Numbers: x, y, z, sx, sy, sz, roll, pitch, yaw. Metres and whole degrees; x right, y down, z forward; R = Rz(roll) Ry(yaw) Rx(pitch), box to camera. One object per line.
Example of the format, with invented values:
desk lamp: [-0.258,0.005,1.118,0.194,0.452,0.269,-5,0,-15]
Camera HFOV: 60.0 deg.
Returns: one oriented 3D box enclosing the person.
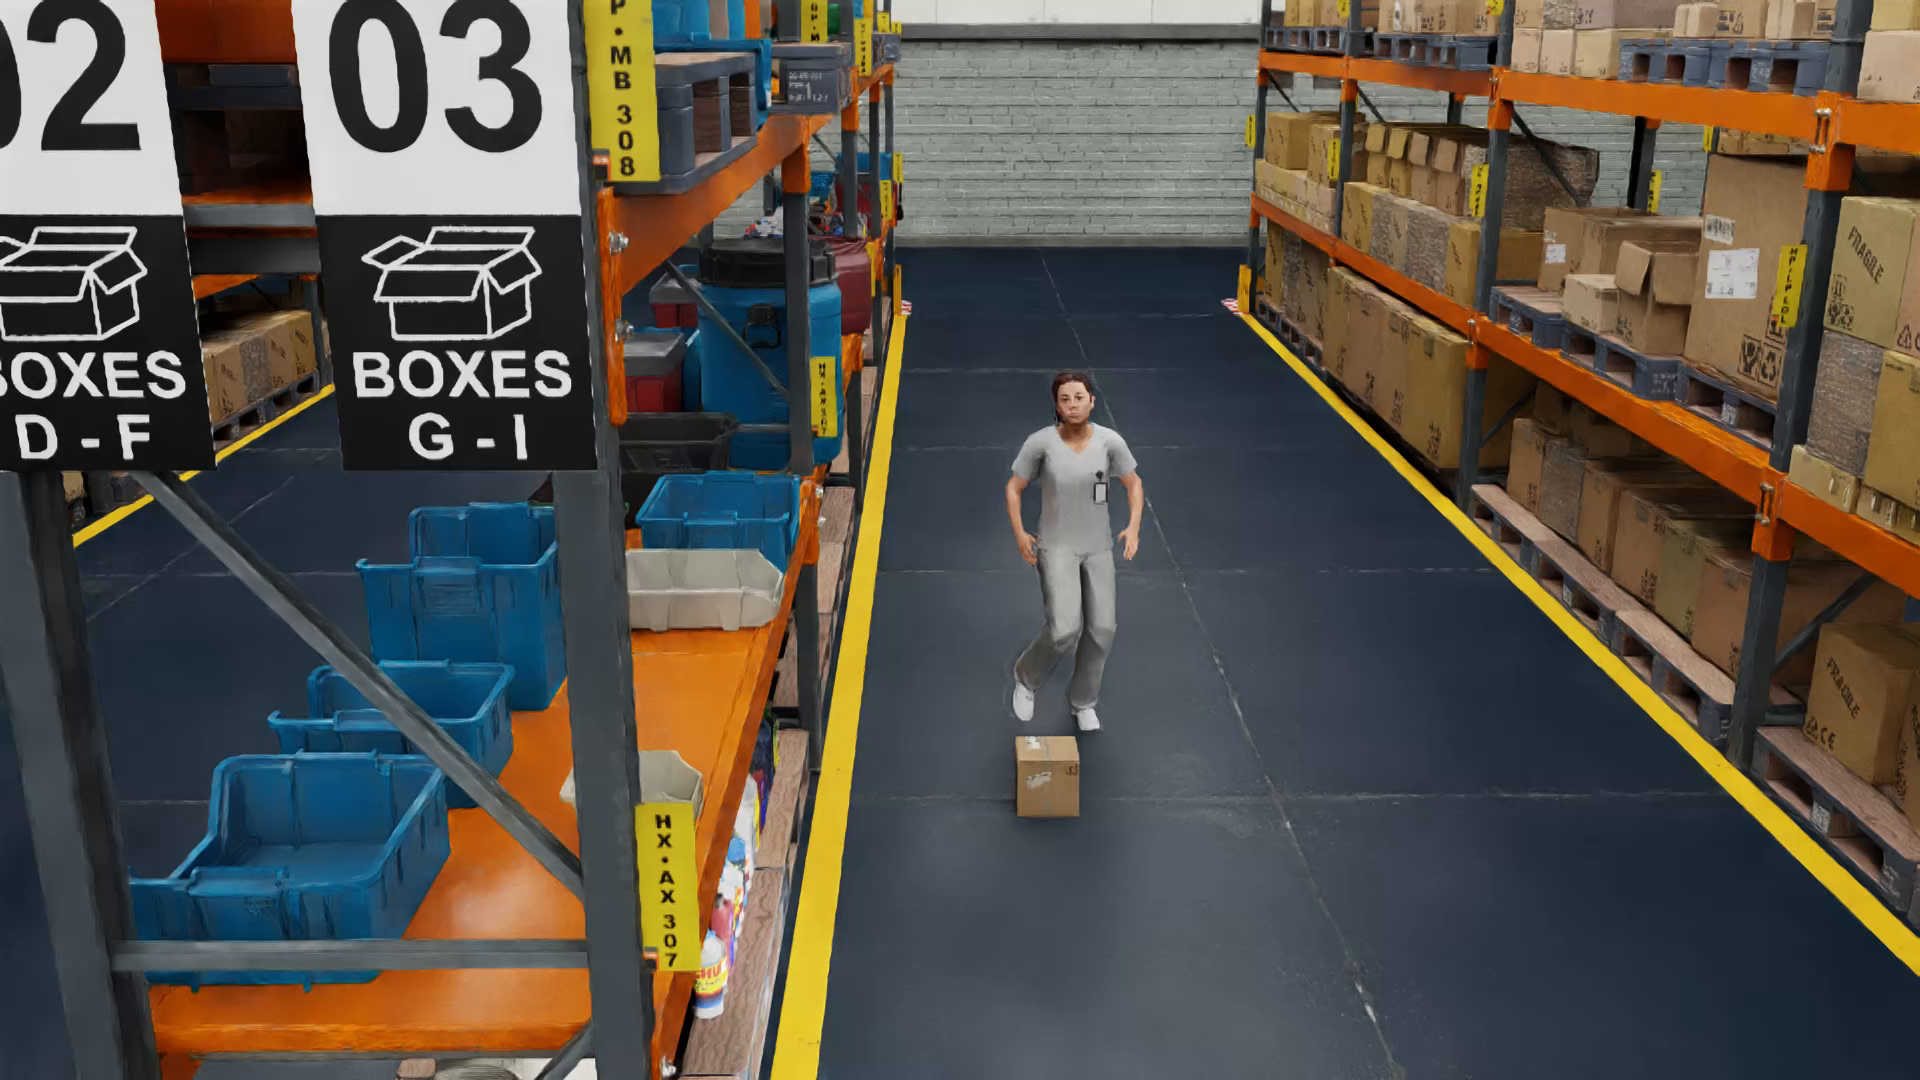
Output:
person: [0.543,0.072,7.422,0.612,1.618,0.469,-5,18,-16]
